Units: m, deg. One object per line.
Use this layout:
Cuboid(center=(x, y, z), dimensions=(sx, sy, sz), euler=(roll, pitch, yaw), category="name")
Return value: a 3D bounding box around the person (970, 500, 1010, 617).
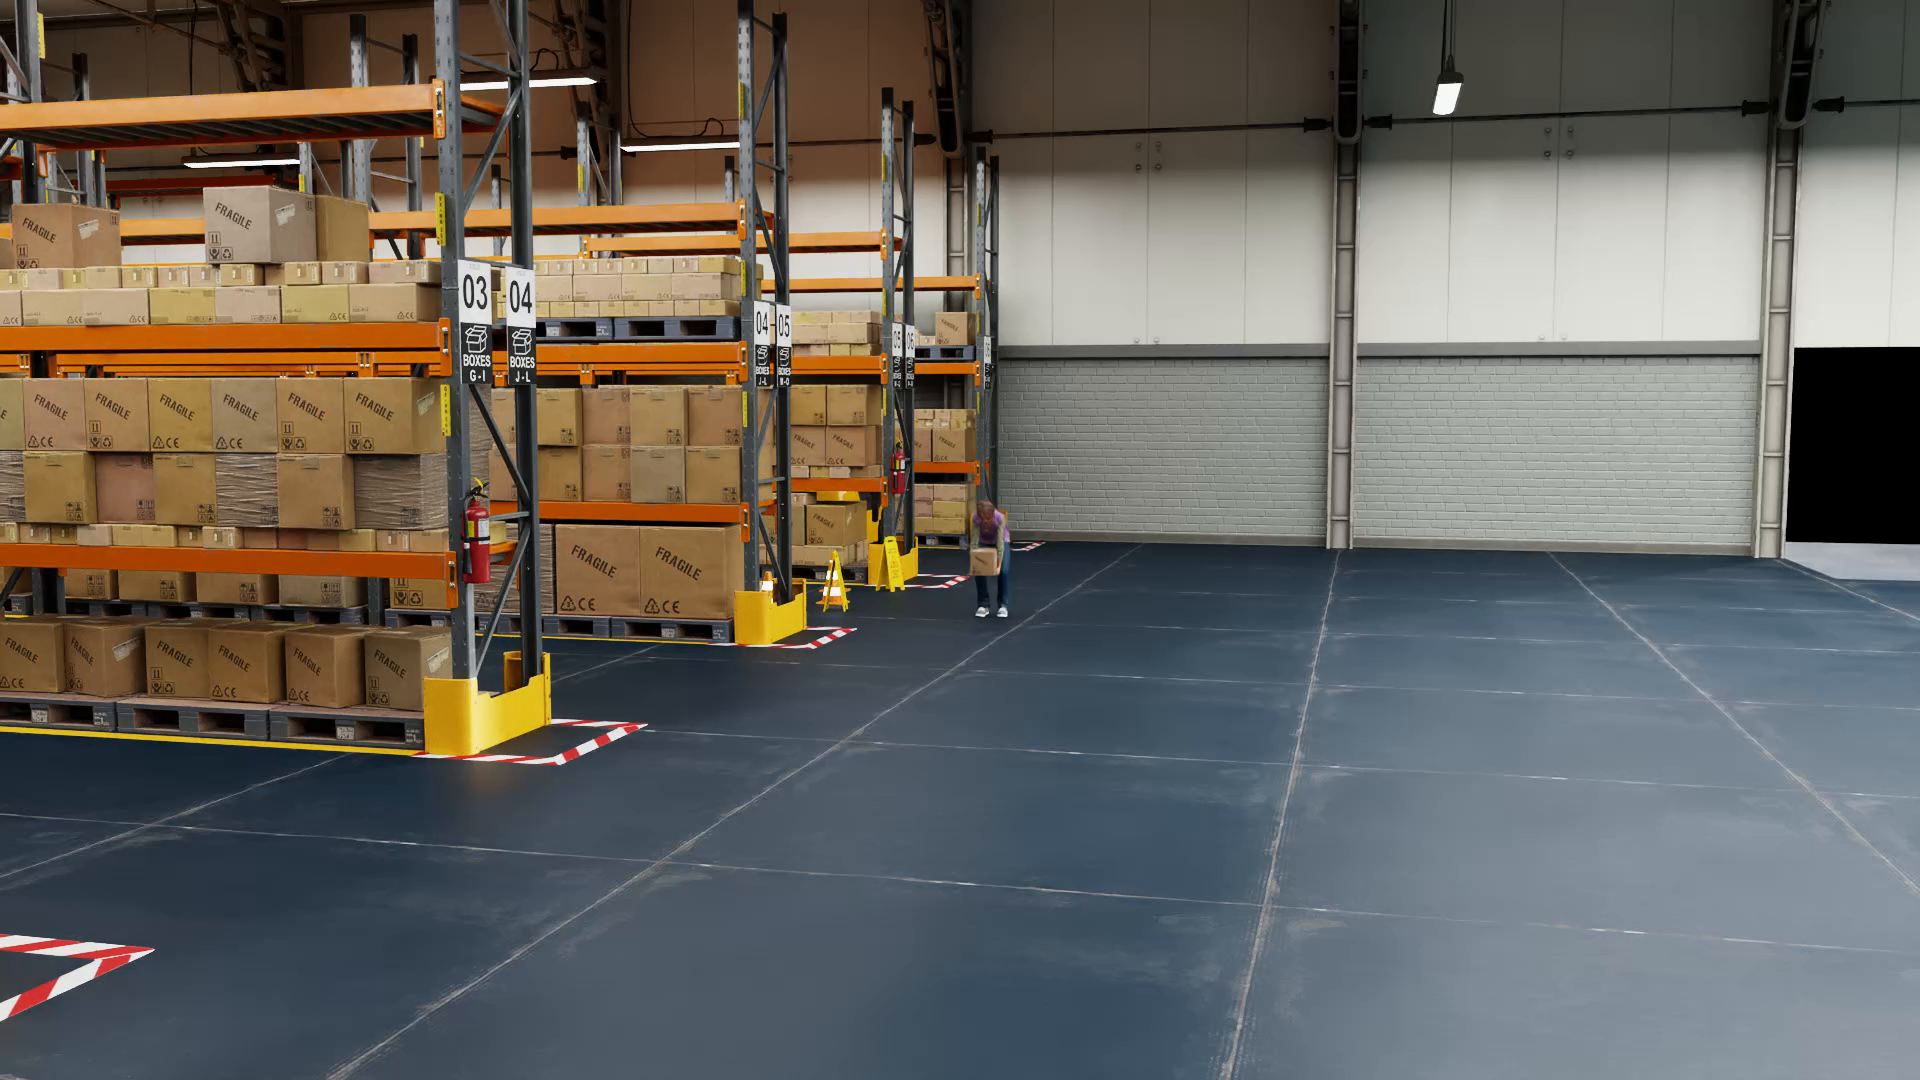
Cuboid(center=(0.303, 0.195, 17.352), dimensions=(0.387, 1.259, 0.797), euler=(1, 5, 12), category="person")
